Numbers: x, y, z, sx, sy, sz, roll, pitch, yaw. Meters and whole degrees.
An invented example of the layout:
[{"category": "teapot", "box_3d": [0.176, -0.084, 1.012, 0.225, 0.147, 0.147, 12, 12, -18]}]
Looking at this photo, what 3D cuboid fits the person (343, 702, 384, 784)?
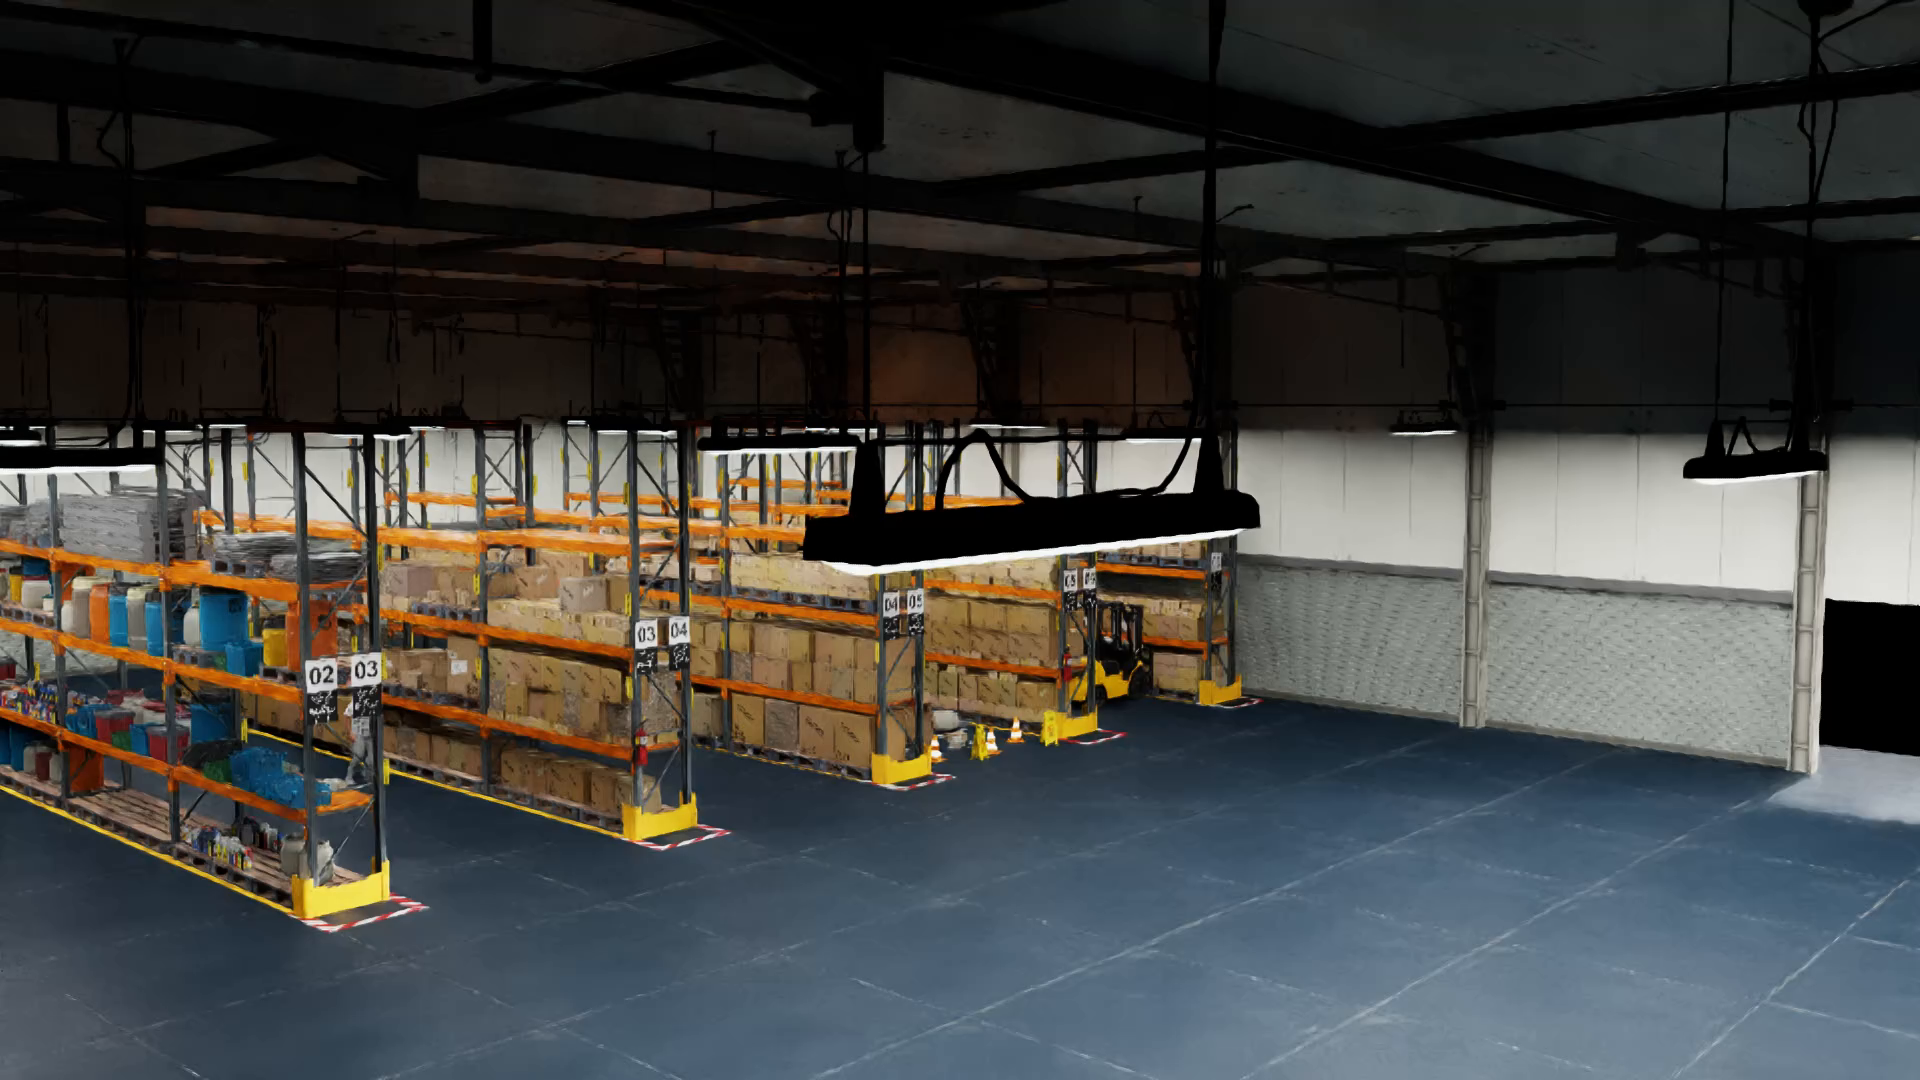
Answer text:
[{"category": "person", "box_3d": [-9.954, 3.210, 27.780, 0.536, 1.715, 0.682, 4, 6, 40]}]
